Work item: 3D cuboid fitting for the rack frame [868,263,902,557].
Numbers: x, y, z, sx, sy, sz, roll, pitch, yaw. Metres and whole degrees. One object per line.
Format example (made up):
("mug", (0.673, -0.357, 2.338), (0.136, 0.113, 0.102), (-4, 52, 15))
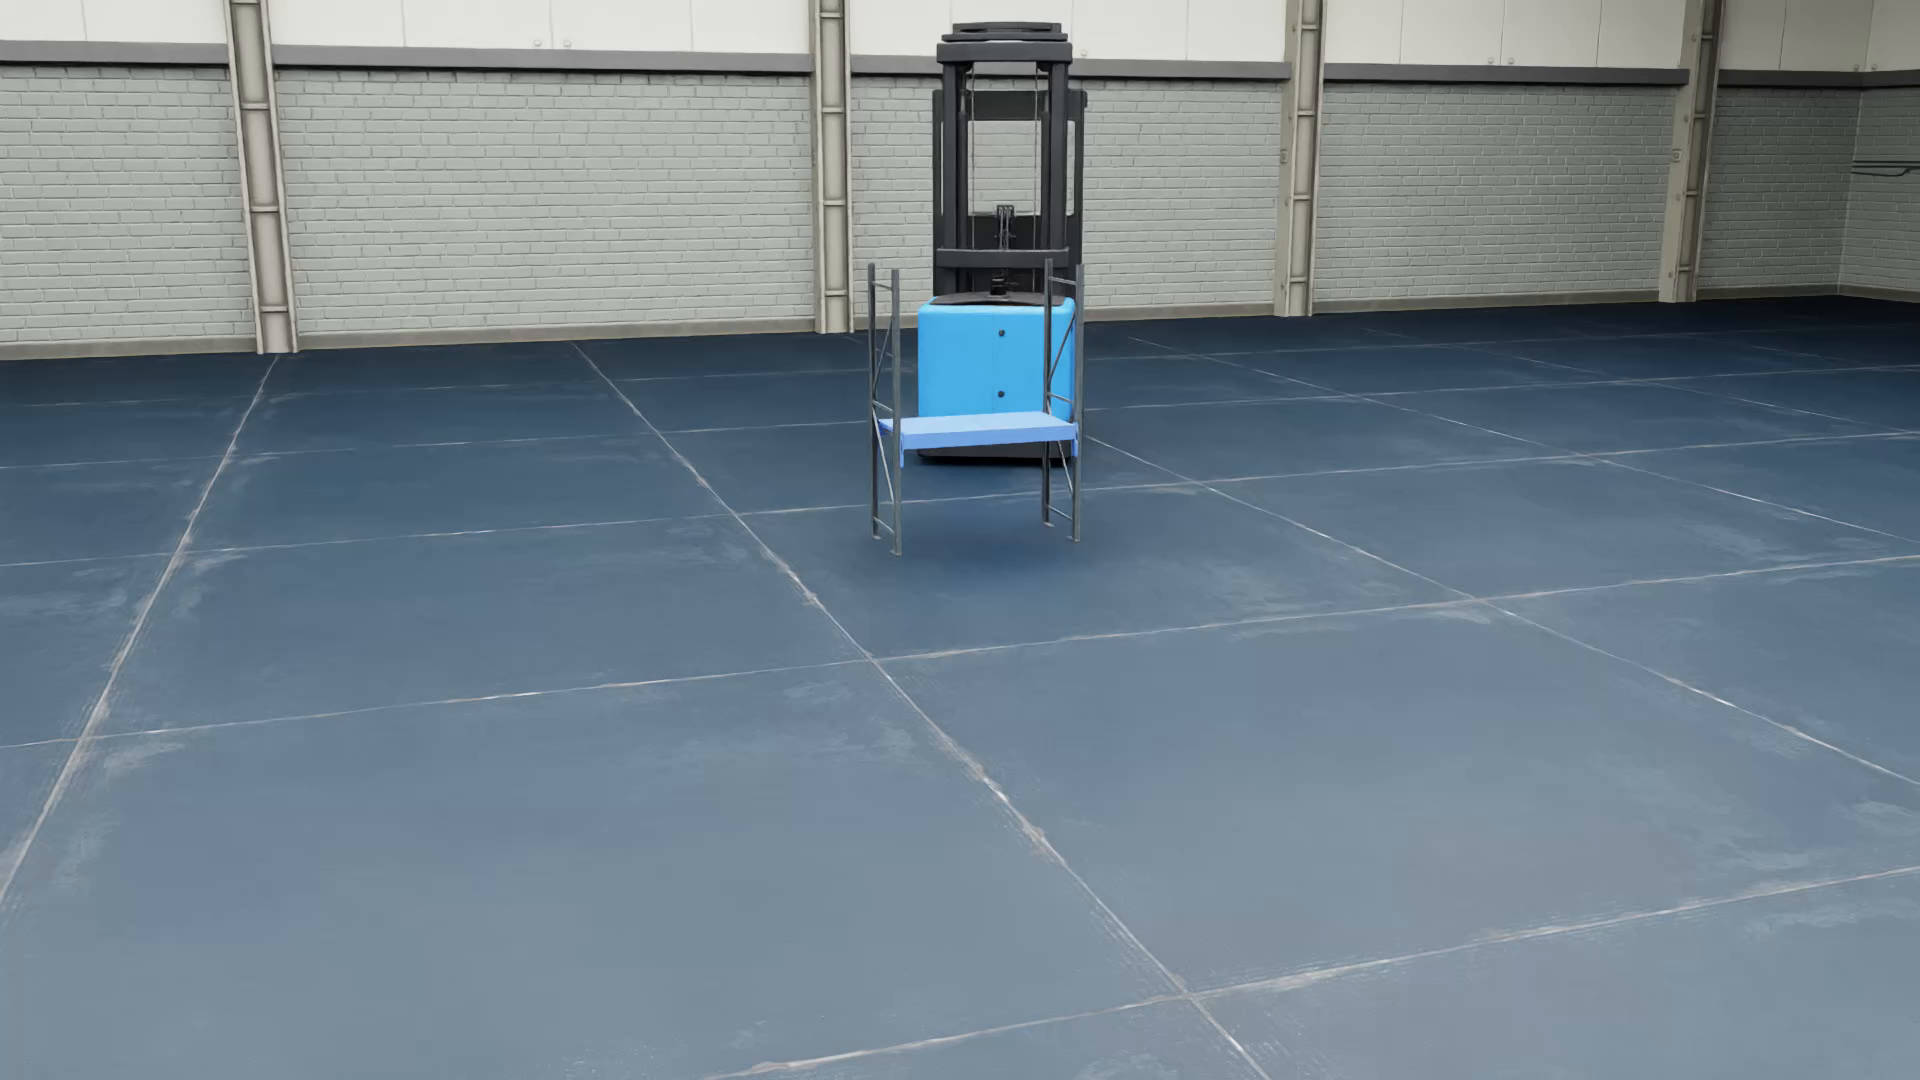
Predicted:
("rack frame", (-0.401, -0.698, 8.838), (0.032, 1.500, 0.500), (-4, 14, -18))

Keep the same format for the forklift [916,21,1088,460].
("forklift", (0.371, -2.262, 12.317), (1.130, 2.935, 3.031), (1, 13, 6))

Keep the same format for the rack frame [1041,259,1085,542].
("rack frame", (0.563, -0.773, 9.153), (0.032, 1.500, 0.500), (-4, 14, -18))

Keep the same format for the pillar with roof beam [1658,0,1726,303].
("pillar with roof beam", (11.290, -6.736, 18.015), (0.400, 9.000, 9.100), (-4, 14, -18))

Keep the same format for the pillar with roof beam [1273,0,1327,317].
("pillar with roof beam", (5.604, -6.293, 16.153), (0.400, 9.000, 9.100), (-4, 14, -18))

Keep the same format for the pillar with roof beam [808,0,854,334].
("pillar with roof beam", (-0.083, -5.850, 14.292), (0.400, 9.000, 9.100), (-4, 14, -18))

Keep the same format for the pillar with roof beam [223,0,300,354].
("pillar with roof beam", (-5.770, -5.407, 12.430), (0.400, 9.000, 9.100), (-4, 14, -18))

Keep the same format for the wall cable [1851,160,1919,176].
("wall cable", (13.131, -6.097, 22.039), (0.112, 2.526, 3.097), (-4, 14, -18))

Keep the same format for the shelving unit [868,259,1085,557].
("shelving unit", (0.081, -0.736, 8.996), (1.048, 1.500, 0.538), (-4, 14, -18))

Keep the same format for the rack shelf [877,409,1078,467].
("rack shelf", (0.081, -0.561, 9.037), (1.000, 0.185, 0.538), (-4, 14, -18))
